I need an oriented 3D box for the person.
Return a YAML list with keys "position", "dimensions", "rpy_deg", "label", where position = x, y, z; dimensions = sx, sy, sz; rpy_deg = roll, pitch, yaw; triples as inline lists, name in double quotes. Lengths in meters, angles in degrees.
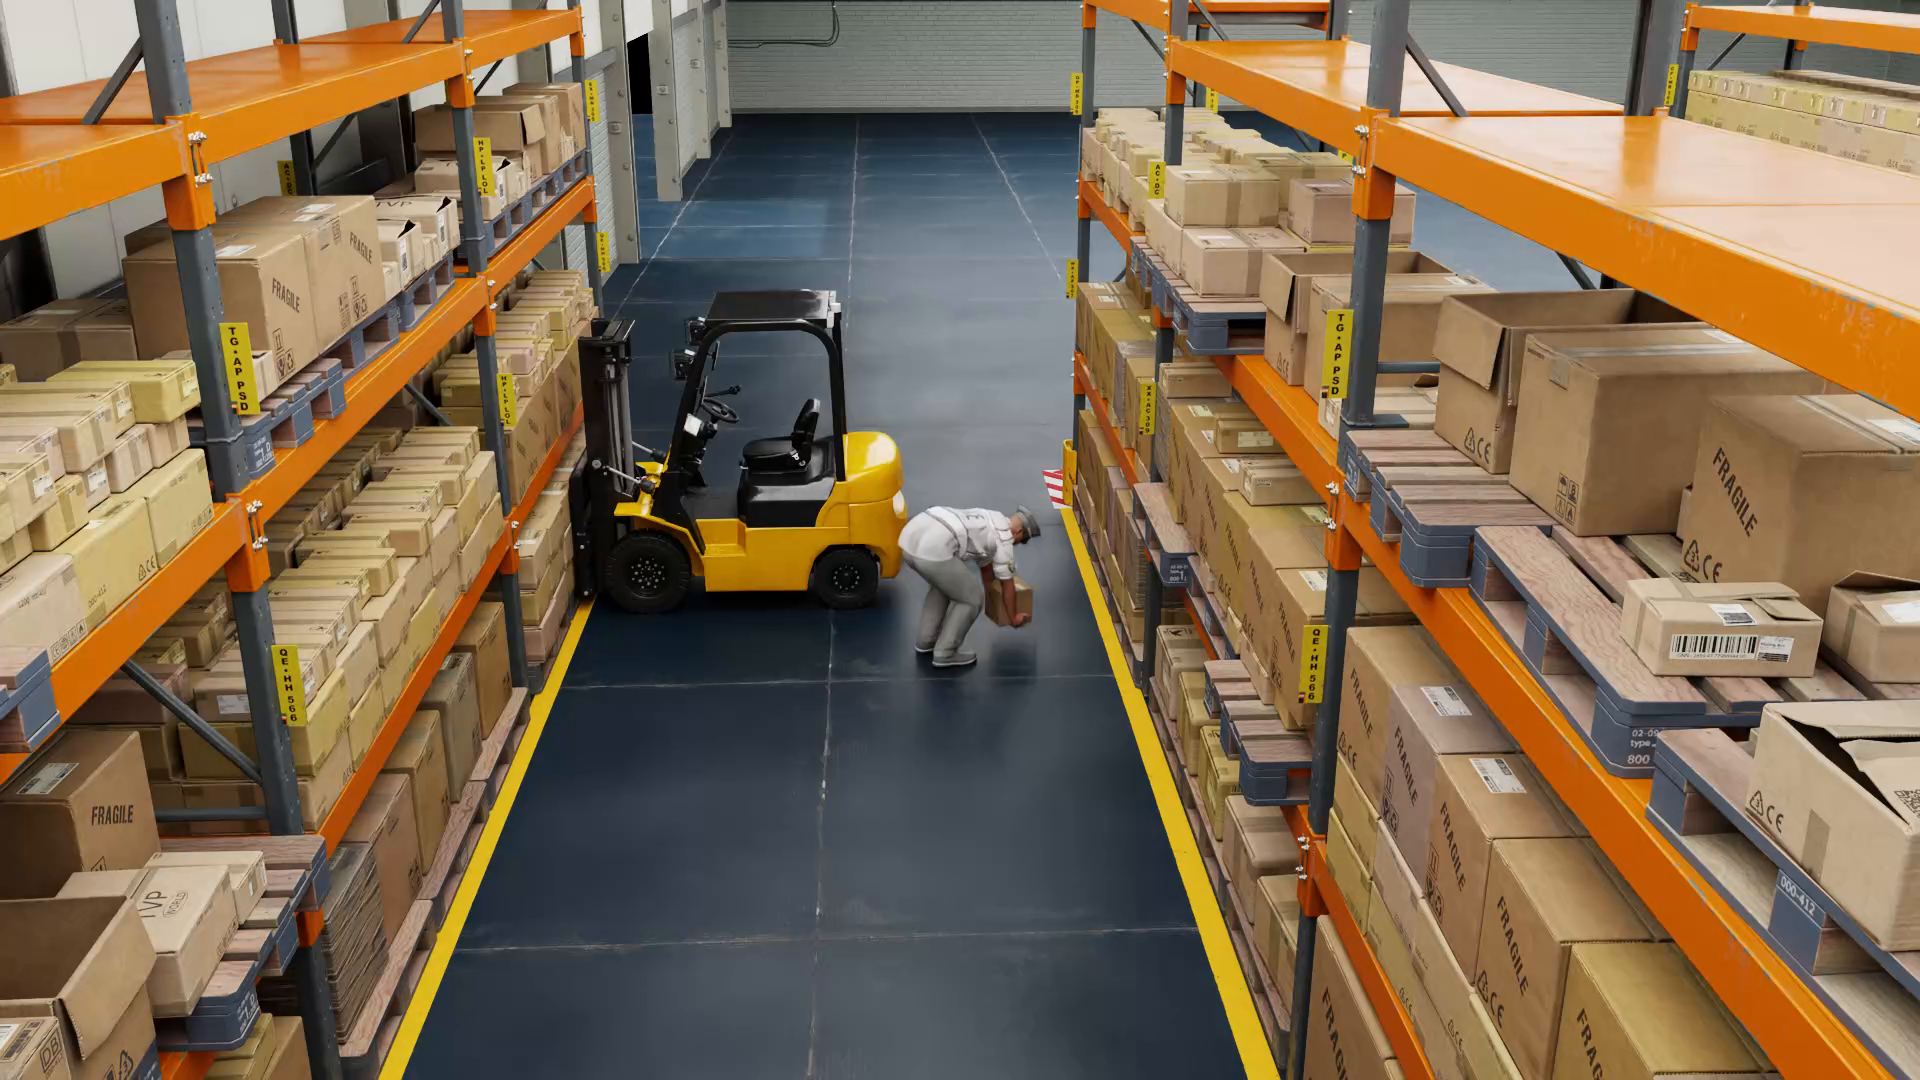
- position: [0.086, 0.263, 11.344]
  dimensions: [1.042, 1.069, 0.515]
  rpy_deg: [-11, 23, -28]
  label: "person"
